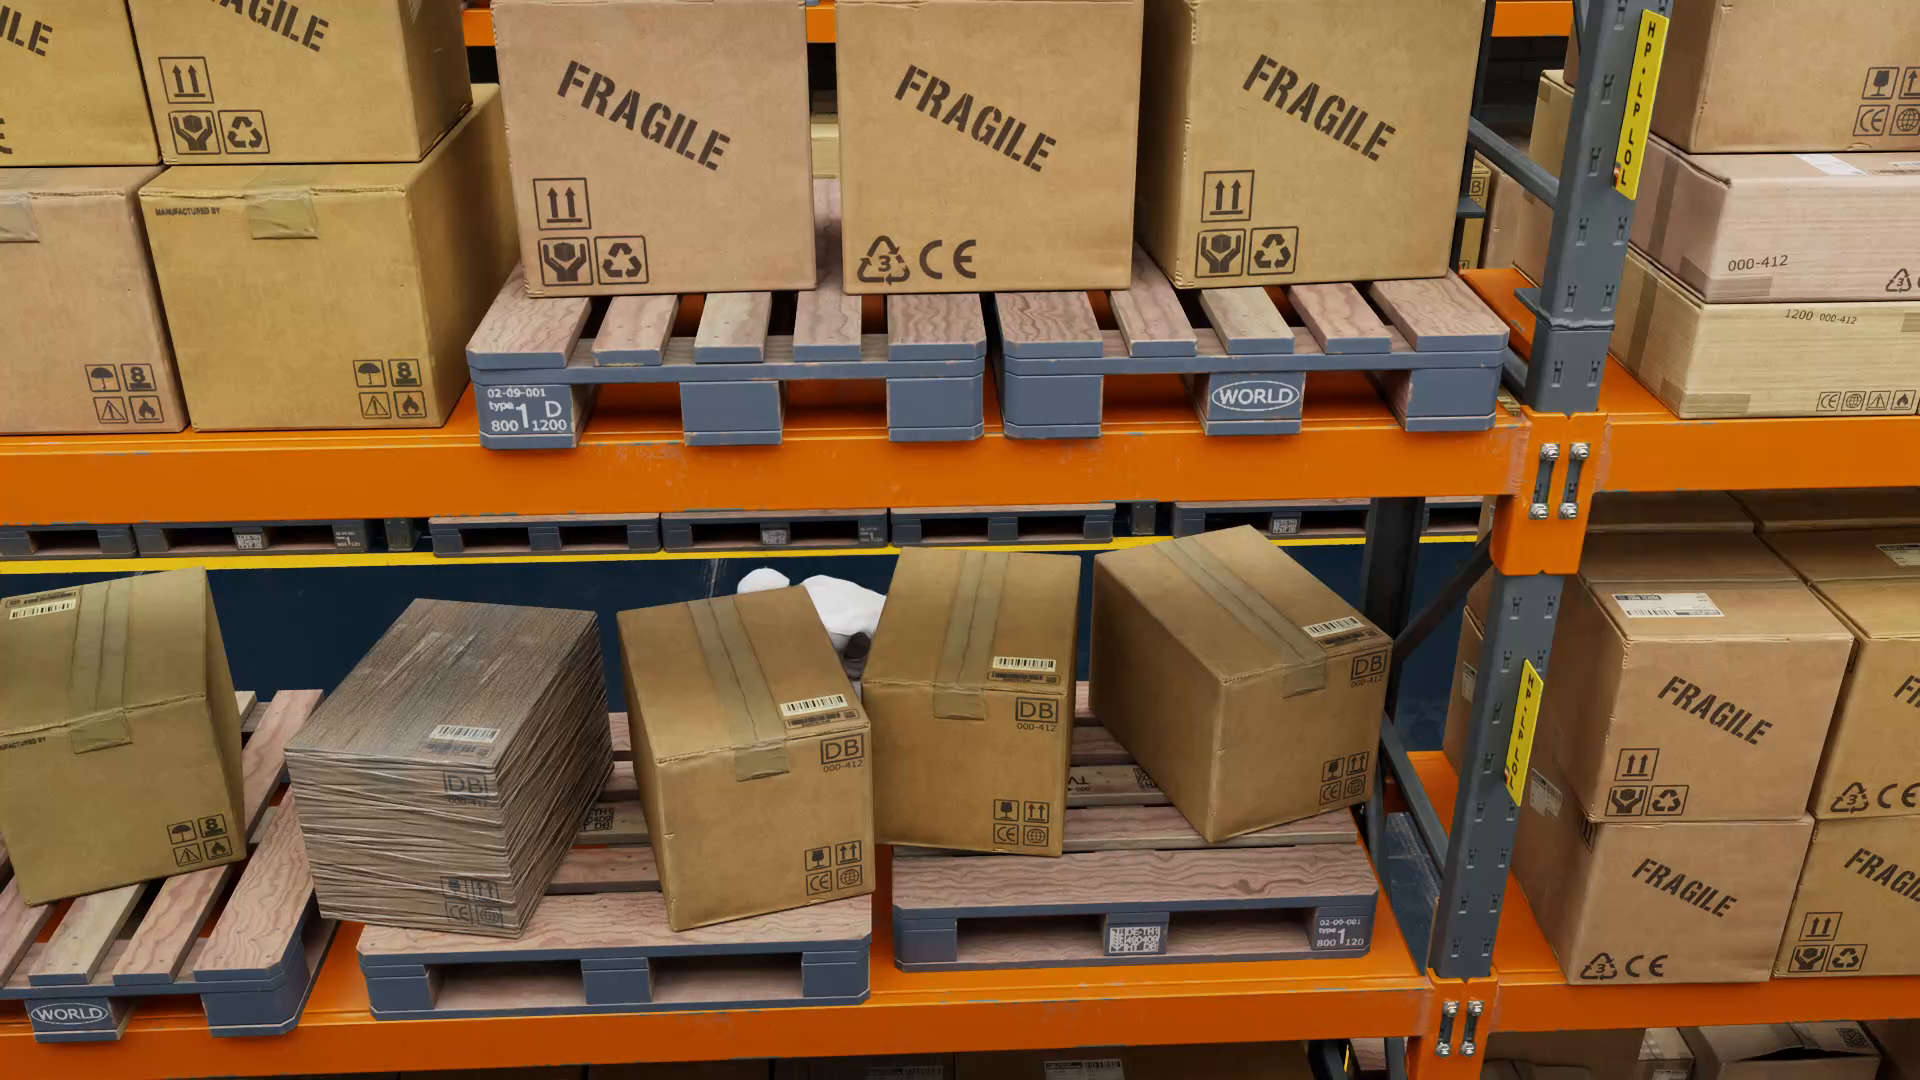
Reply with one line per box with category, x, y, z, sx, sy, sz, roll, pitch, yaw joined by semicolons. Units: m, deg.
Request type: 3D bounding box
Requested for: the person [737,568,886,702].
person;-0.487;0.546;6.885;0.882;1.015;0.574;-1;27;-3
